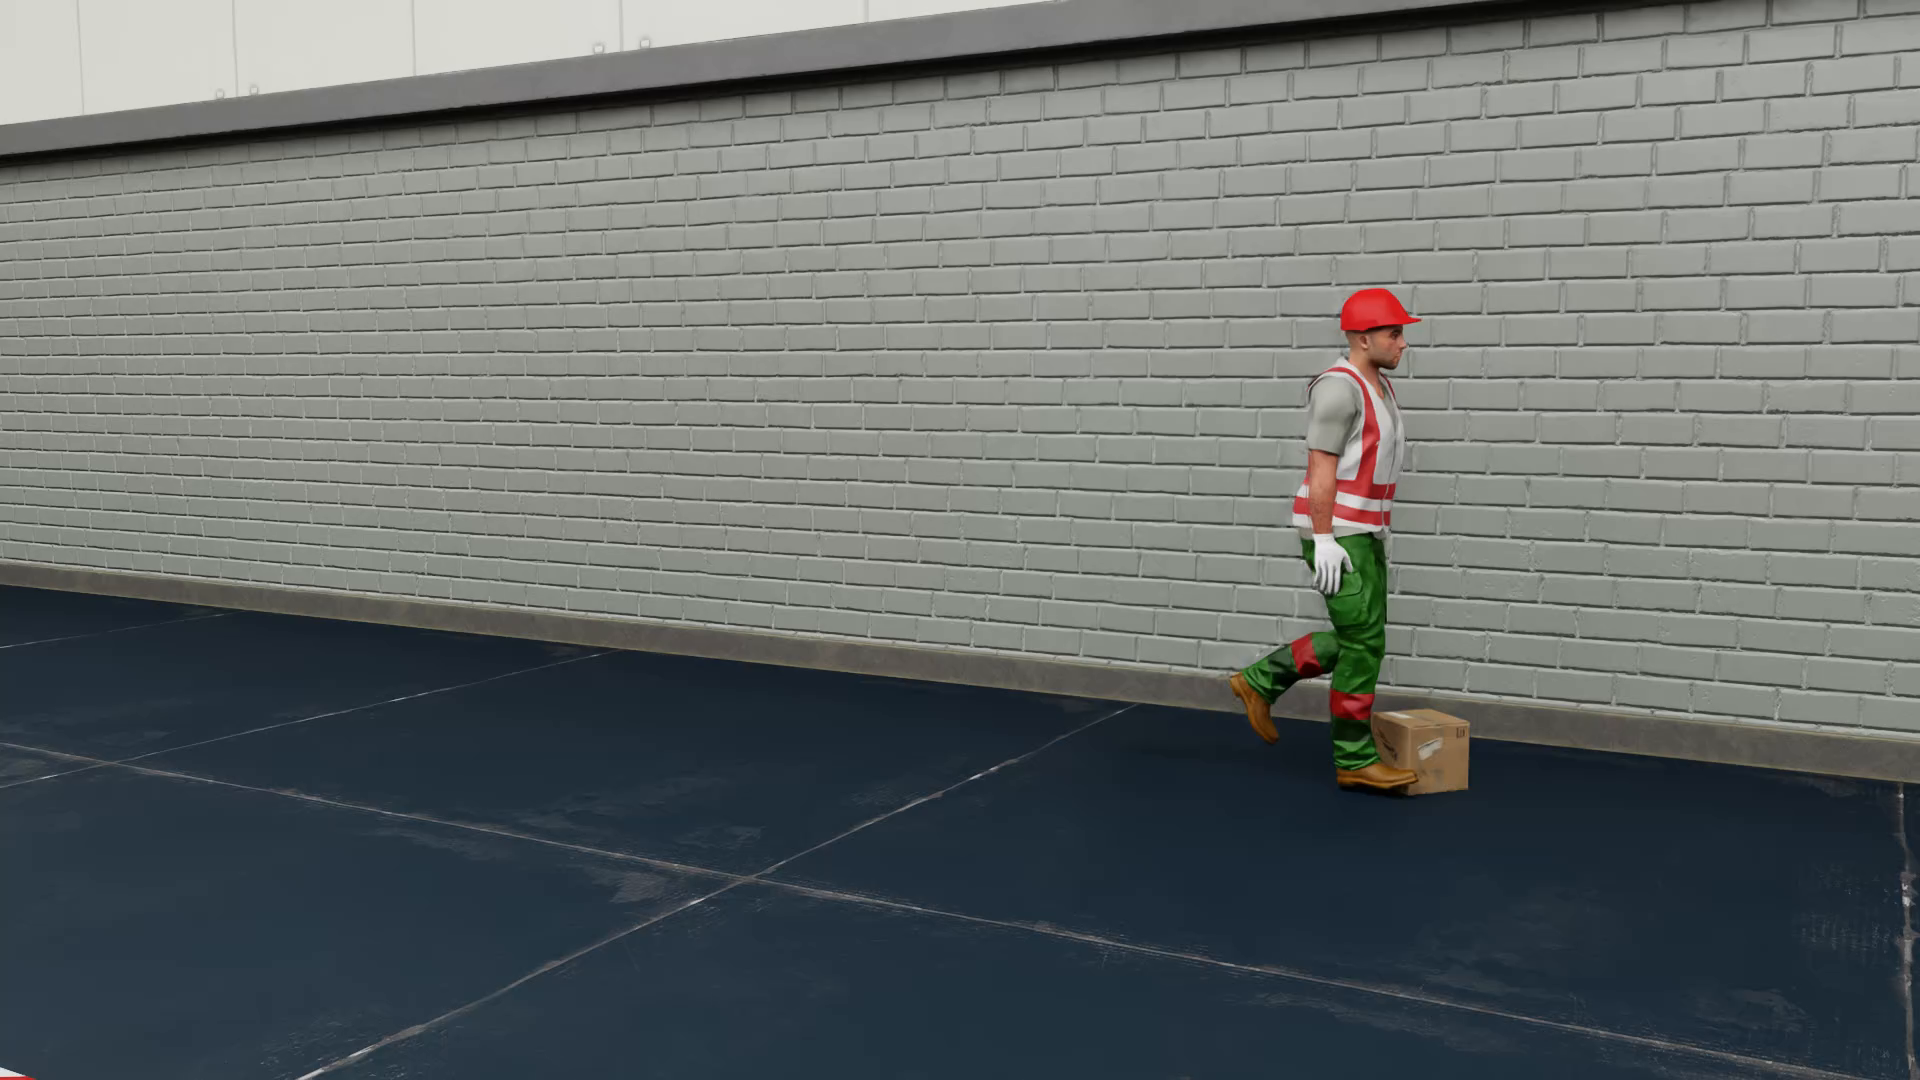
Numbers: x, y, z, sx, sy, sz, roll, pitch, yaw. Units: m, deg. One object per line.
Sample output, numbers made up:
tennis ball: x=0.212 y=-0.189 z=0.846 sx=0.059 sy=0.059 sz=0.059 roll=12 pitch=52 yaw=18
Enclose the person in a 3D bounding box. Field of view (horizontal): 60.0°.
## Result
person: x=1.323 y=-0.012 z=6.015 sx=0.771 sy=1.770 sz=0.546 roll=4 pitch=7 yaw=31
